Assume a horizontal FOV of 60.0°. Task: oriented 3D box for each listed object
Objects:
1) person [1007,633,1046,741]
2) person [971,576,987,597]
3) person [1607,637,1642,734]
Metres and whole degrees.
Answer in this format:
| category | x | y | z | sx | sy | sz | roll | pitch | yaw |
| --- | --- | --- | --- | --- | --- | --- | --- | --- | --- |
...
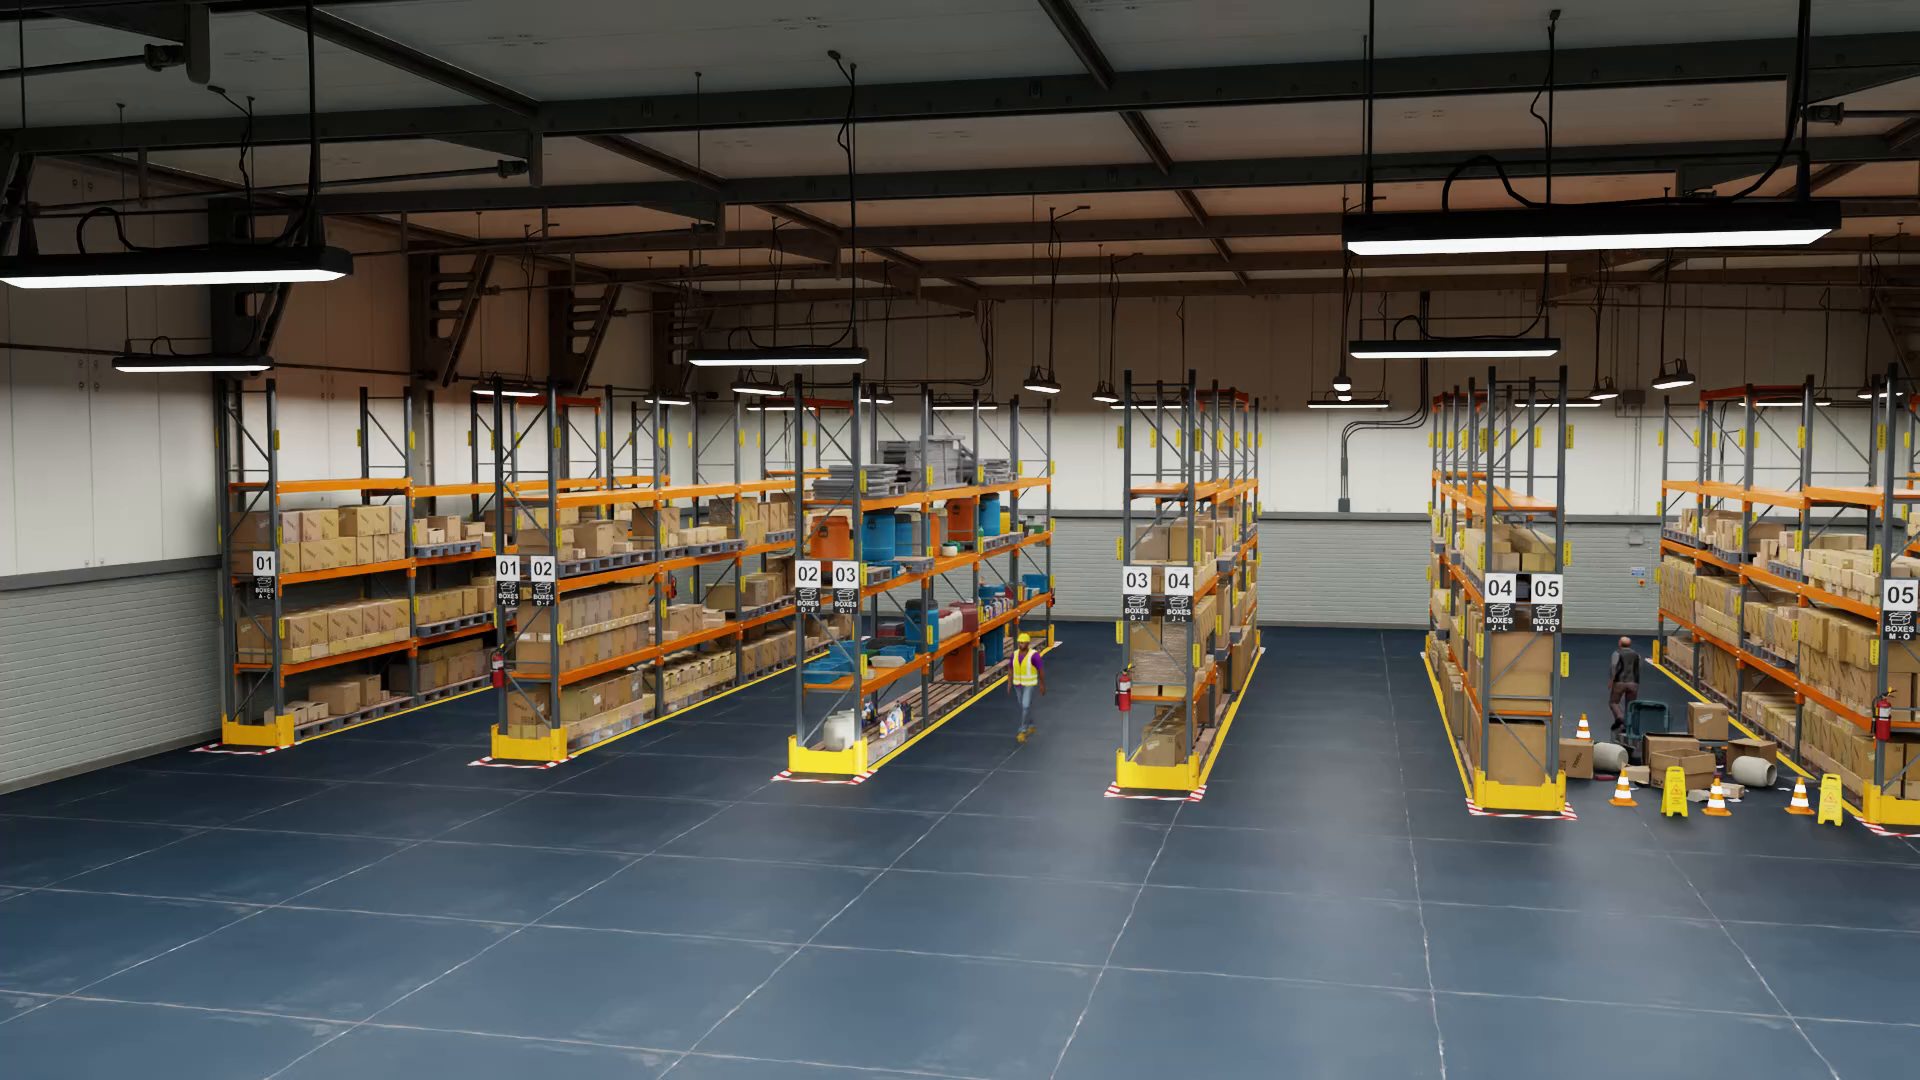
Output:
| category | x | y | z | sx | sy | sz | roll | pitch | yaw |
| --- | --- | --- | --- | --- | --- | --- | --- | --- | --- |
| person | 1.064 | 2.439 | 27.940 | 0.610 | 1.732 | 0.907 | 3 | 4 | 37 |
| person | 0.517 | 1.700 | 41.503 | 0.475 | 1.582 | 0.986 | 2 | 4 | 33 |
| person | 11.425 | 2.487 | 28.585 | 0.585 | 1.613 | 0.739 | 1 | 4 | 13 |
